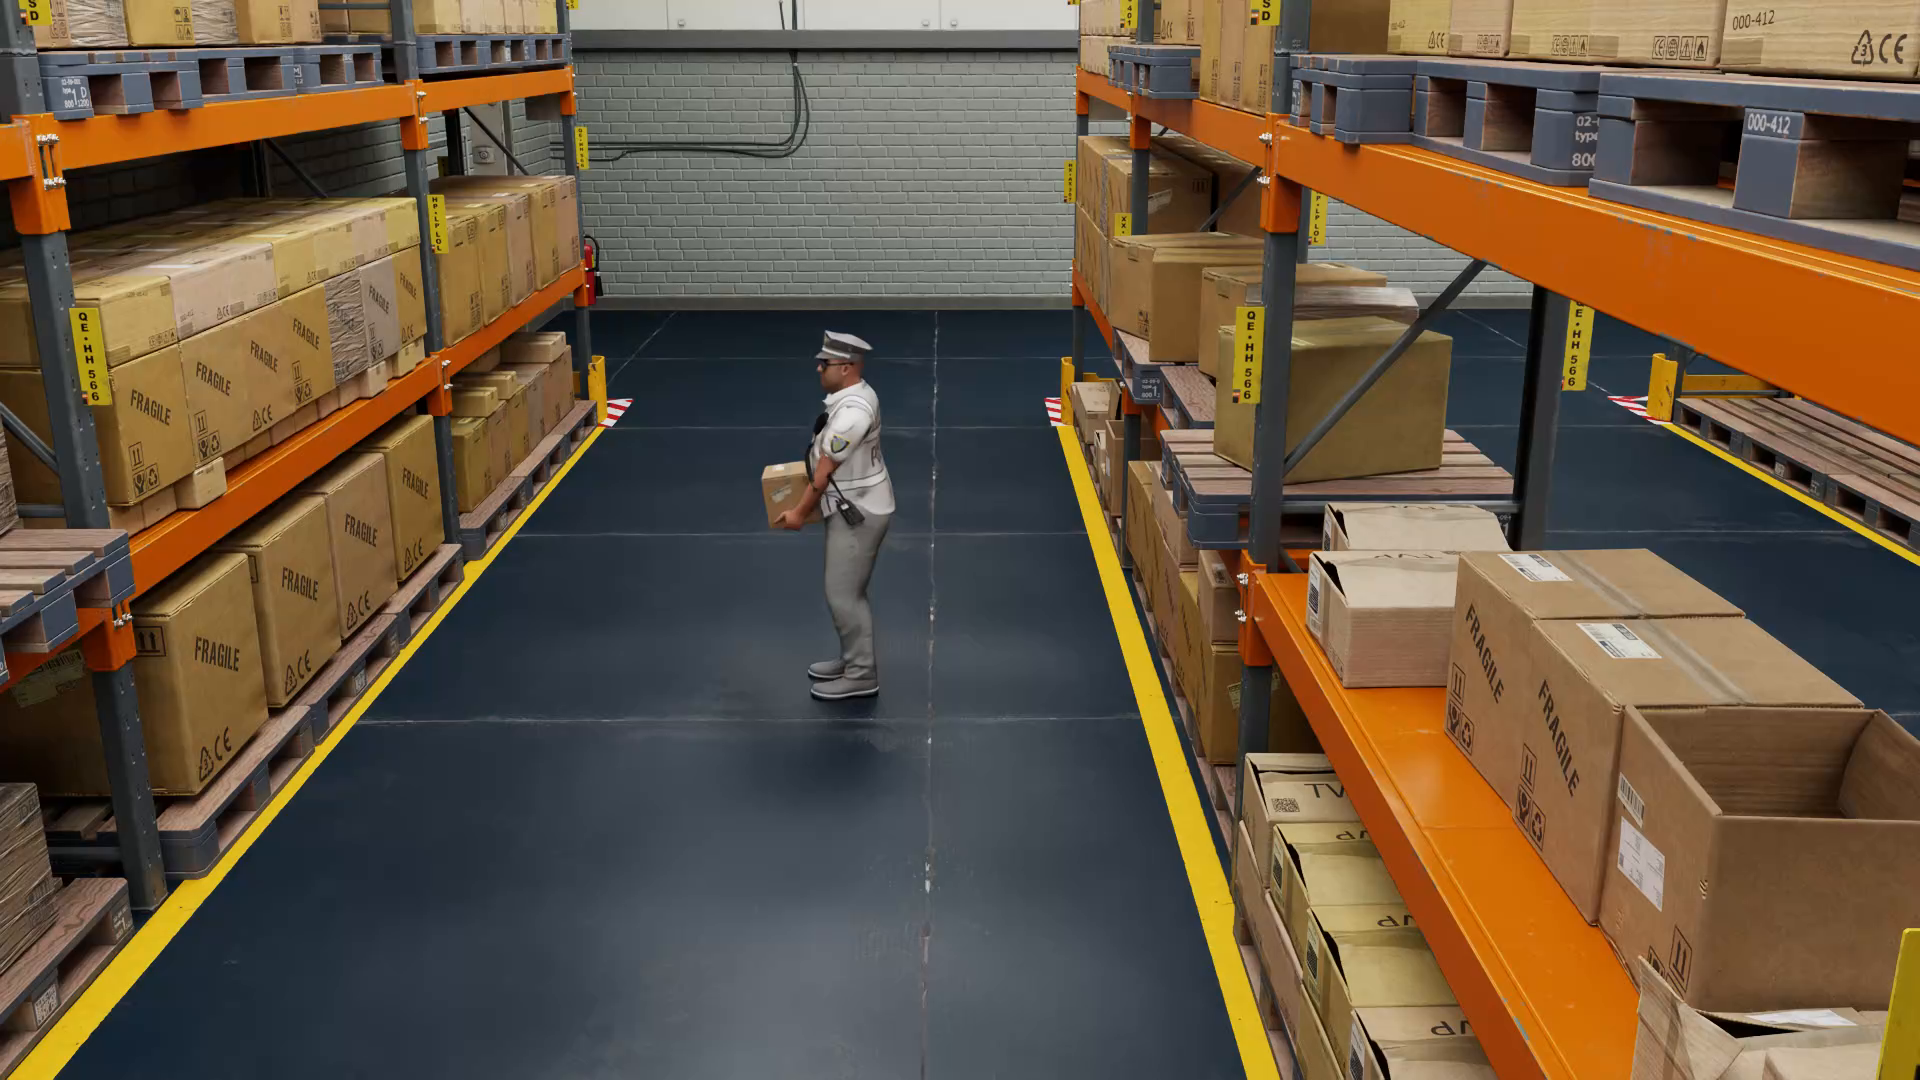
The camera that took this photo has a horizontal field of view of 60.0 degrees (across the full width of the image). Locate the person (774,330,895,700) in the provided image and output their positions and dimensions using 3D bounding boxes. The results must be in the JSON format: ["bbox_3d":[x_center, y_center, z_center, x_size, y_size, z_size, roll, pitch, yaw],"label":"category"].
[{"bbox_3d":[-0.593,-0.126,7.929,0.570,1.768,0.490,-1,17,-2],"label":"person"}]
